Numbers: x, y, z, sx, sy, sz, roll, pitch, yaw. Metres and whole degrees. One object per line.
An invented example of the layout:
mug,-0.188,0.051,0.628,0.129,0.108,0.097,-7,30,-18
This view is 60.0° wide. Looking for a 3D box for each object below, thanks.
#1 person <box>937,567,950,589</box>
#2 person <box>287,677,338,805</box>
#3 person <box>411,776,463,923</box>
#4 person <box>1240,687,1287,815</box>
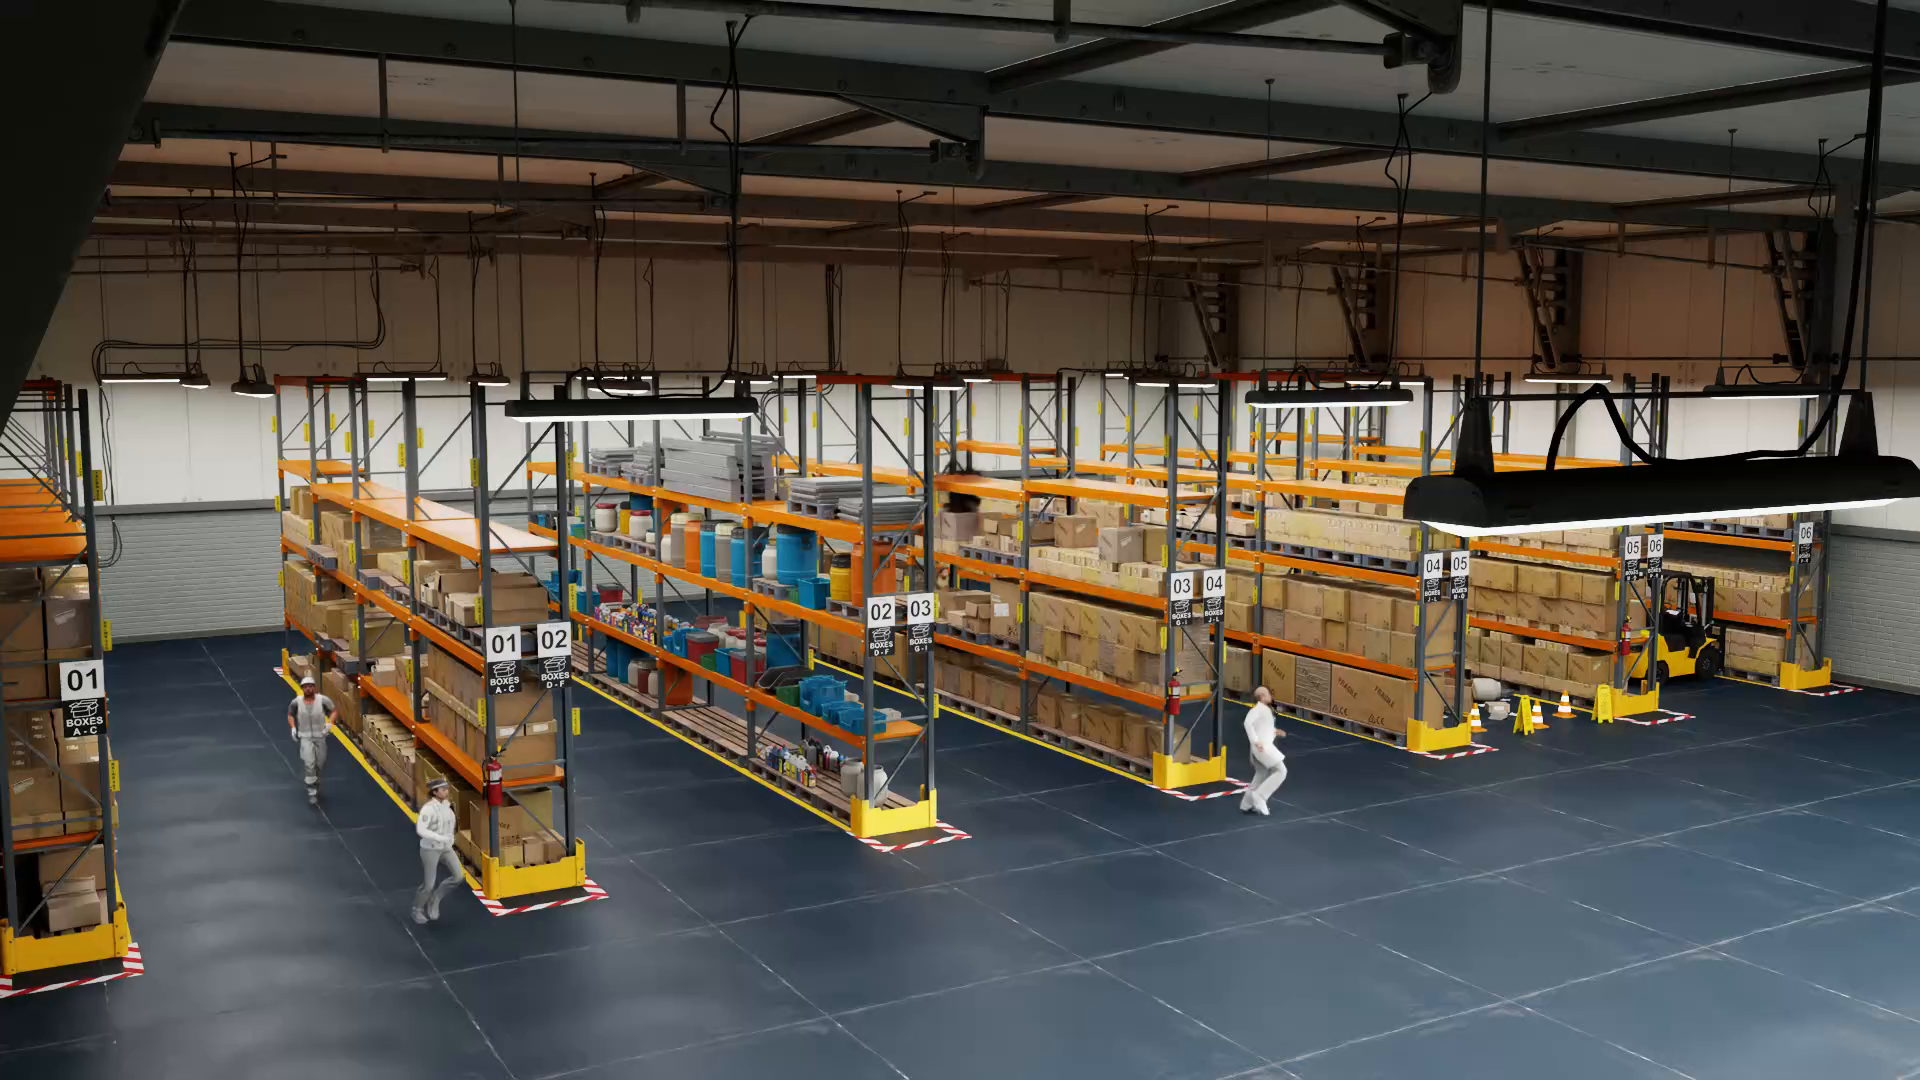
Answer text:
person,-0.524,1.388,38.153,0.554,1.626,0.850,-4,8,-35
person,-9.299,2.841,23.912,0.679,1.803,0.798,-2,7,-20
person,-5.862,3.466,18.737,0.600,1.638,0.701,3,7,25
person,4.231,2.921,23.239,0.625,1.743,0.722,0,6,3
